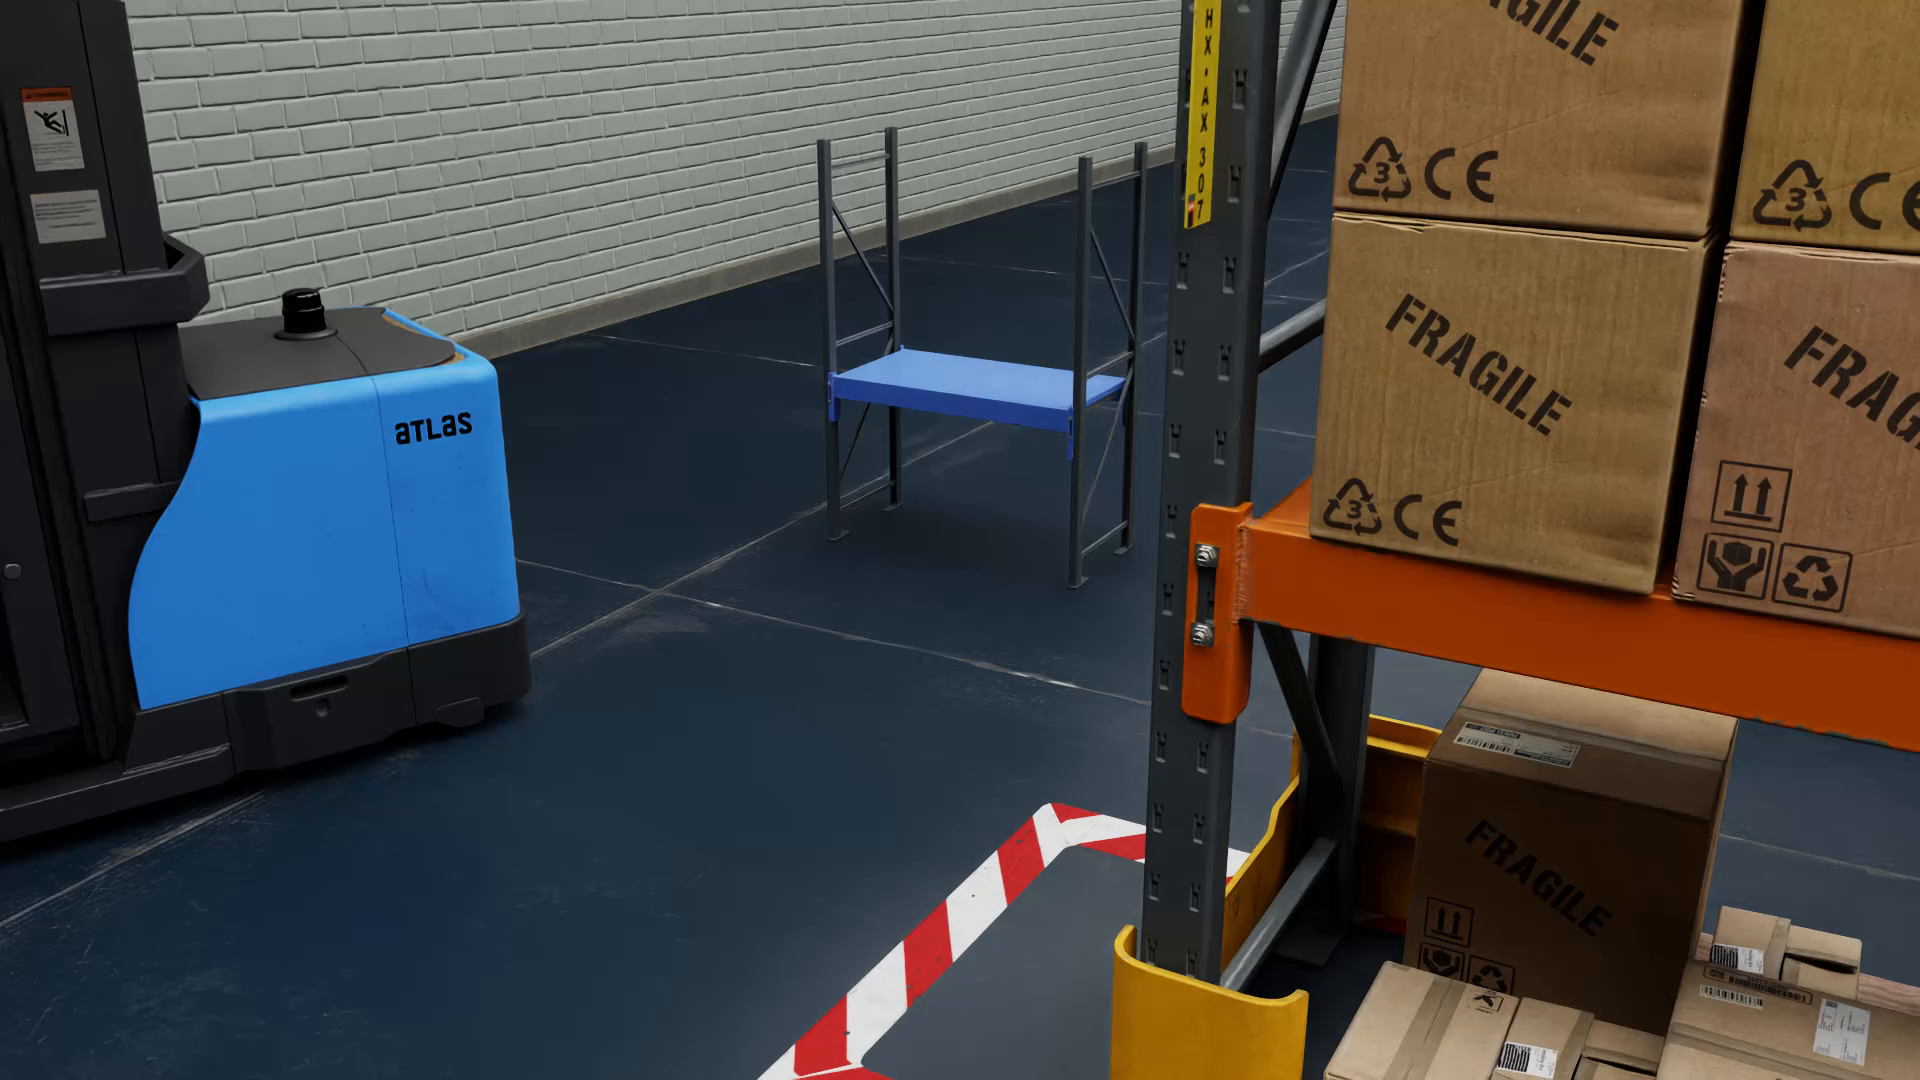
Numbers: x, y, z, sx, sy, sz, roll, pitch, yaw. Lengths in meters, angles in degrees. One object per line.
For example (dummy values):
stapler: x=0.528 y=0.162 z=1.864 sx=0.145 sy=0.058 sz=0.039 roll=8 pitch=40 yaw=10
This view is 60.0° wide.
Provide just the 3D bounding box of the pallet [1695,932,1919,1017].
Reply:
pallet: x=1.380 y=1.082 z=3.073 sx=1.213 sy=0.211 sz=1.003 roll=11 pitch=23 yaw=27

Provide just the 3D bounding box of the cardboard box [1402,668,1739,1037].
cardboard box: x=1.212 y=0.611 z=3.301 sx=0.500 sy=0.500 sz=0.500 roll=11 pitch=23 yaw=27

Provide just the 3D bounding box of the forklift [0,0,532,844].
forklift: x=-2.761 y=-0.698 z=3.992 sx=3.031 sy=2.935 sz=1.130 roll=-14 pitch=24 yaw=-34

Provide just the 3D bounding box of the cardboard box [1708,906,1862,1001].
cardboard box: x=1.521 y=0.862 z=3.099 sx=0.250 sy=0.166 sz=0.380 roll=11 pitch=23 yaw=27

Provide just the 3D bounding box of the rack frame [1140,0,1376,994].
rack frame: x=0.617 y=-0.374 z=2.997 sx=0.127 sy=3.000 sz=1.000 roll=11 pitch=23 yaw=27

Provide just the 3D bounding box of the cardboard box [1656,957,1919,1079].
cardboard box: x=1.390 y=0.970 z=2.680 sx=0.500 sy=0.250 sz=0.500 roll=11 pitch=23 yaw=27

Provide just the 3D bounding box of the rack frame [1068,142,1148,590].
rack frame: x=0.518 y=-0.606 z=5.837 sx=0.032 sy=1.500 sz=0.500 roll=11 pitch=23 yaw=27

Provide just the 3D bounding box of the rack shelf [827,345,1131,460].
rack shelf: x=0.074 y=-0.522 z=6.132 sx=1.000 sy=0.185 sz=0.538 roll=11 pitch=23 yaw=27

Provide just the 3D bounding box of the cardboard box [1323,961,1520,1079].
cardboard box: x=0.815 y=0.931 z=2.934 sx=0.250 sy=0.149 sz=0.380 roll=11 pitch=23 yaw=27

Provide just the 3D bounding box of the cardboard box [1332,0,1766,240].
cardboard box: x=0.876 y=-0.739 z=2.390 sx=0.500 sy=0.500 sz=0.500 roll=12 pitch=23 yaw=29

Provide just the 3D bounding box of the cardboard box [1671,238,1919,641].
cardboard box: x=1.329 y=-0.184 z=2.328 sx=0.500 sy=0.500 sz=0.500 roll=11 pitch=22 yaw=27

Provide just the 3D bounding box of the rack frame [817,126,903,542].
rack frame: x=-0.369 y=-0.775 z=6.303 sx=0.032 sy=1.500 sz=0.500 roll=11 pitch=23 yaw=27

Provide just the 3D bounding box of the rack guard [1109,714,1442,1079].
rack guard: x=0.683 y=0.814 z=3.388 sx=0.348 sy=0.500 sz=1.175 roll=11 pitch=23 yaw=27

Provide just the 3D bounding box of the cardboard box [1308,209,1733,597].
cardboard box: x=0.876 y=-0.269 z=2.560 sx=0.500 sy=0.500 sz=0.500 roll=11 pitch=23 yaw=28

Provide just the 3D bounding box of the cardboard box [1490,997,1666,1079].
cardboard box: x=1.033 y=0.965 z=2.817 sx=0.250 sy=0.166 sz=0.380 roll=11 pitch=23 yaw=27

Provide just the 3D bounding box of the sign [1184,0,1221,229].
sign: x=0.352 y=-0.619 z=2.404 sx=0.005 sy=0.325 sz=0.100 roll=11 pitch=23 yaw=27

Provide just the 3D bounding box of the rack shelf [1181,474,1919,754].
rack shelf: x=2.363 y=0.297 z=2.203 sx=4.000 sy=0.370 sz=1.077 roll=11 pitch=23 yaw=27

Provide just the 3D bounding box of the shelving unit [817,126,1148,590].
shelving unit: x=0.074 y=-0.691 z=6.070 sx=1.048 sy=1.500 sz=0.538 roll=11 pitch=23 yaw=27

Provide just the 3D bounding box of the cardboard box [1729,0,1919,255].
cardboard box: x=1.336 y=-0.654 z=2.156 sx=0.500 sy=0.500 sz=0.500 roll=11 pitch=23 yaw=28
